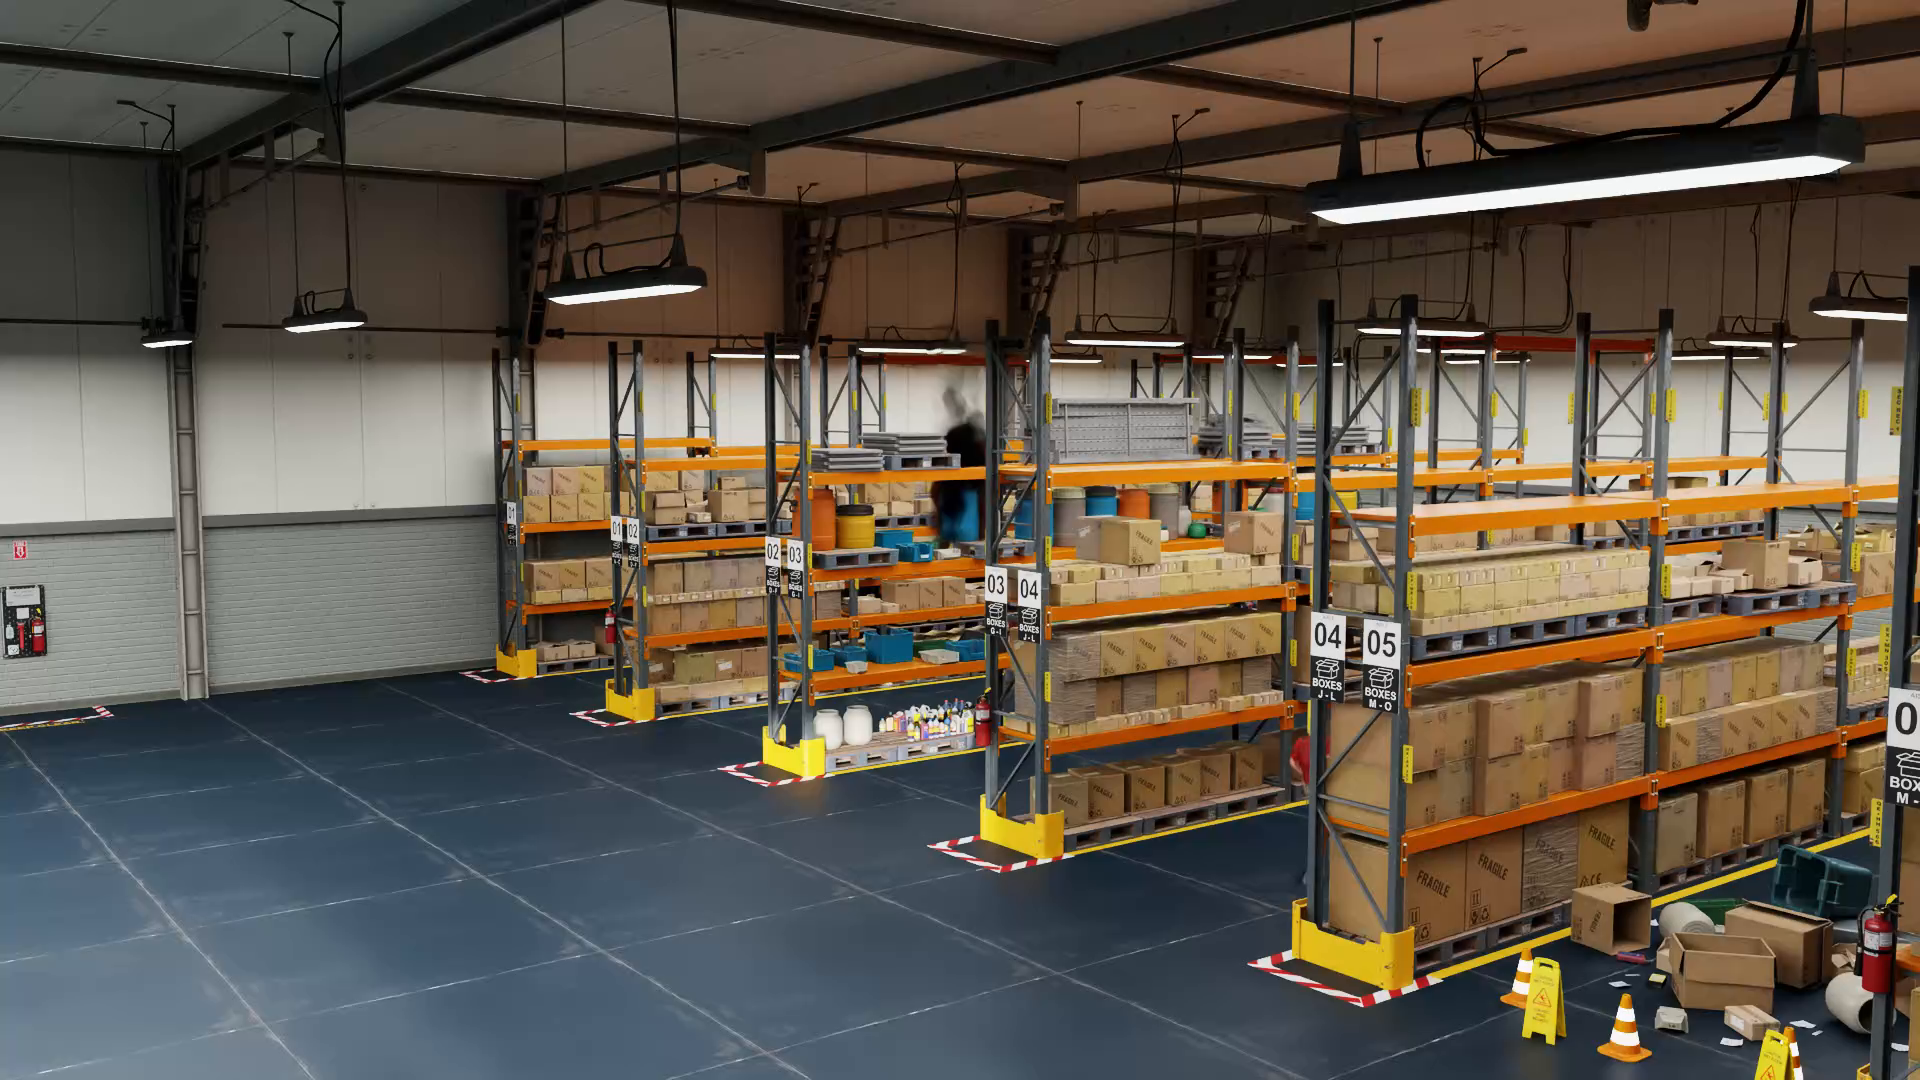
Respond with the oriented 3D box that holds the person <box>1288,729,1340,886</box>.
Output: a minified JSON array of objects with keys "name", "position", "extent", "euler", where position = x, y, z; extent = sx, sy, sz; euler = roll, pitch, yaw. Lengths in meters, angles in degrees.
[{"name":"person","position":[3.884,2.759,17.896],"extent":[0.648,1.741,1.091],"euler":[4,7,40]}]

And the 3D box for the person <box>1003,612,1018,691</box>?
[{"name":"person","position":[0.734,1.639,27.149],"extent":[0.741,1.743,0.600],"euler":[-4,7,-41]}]
